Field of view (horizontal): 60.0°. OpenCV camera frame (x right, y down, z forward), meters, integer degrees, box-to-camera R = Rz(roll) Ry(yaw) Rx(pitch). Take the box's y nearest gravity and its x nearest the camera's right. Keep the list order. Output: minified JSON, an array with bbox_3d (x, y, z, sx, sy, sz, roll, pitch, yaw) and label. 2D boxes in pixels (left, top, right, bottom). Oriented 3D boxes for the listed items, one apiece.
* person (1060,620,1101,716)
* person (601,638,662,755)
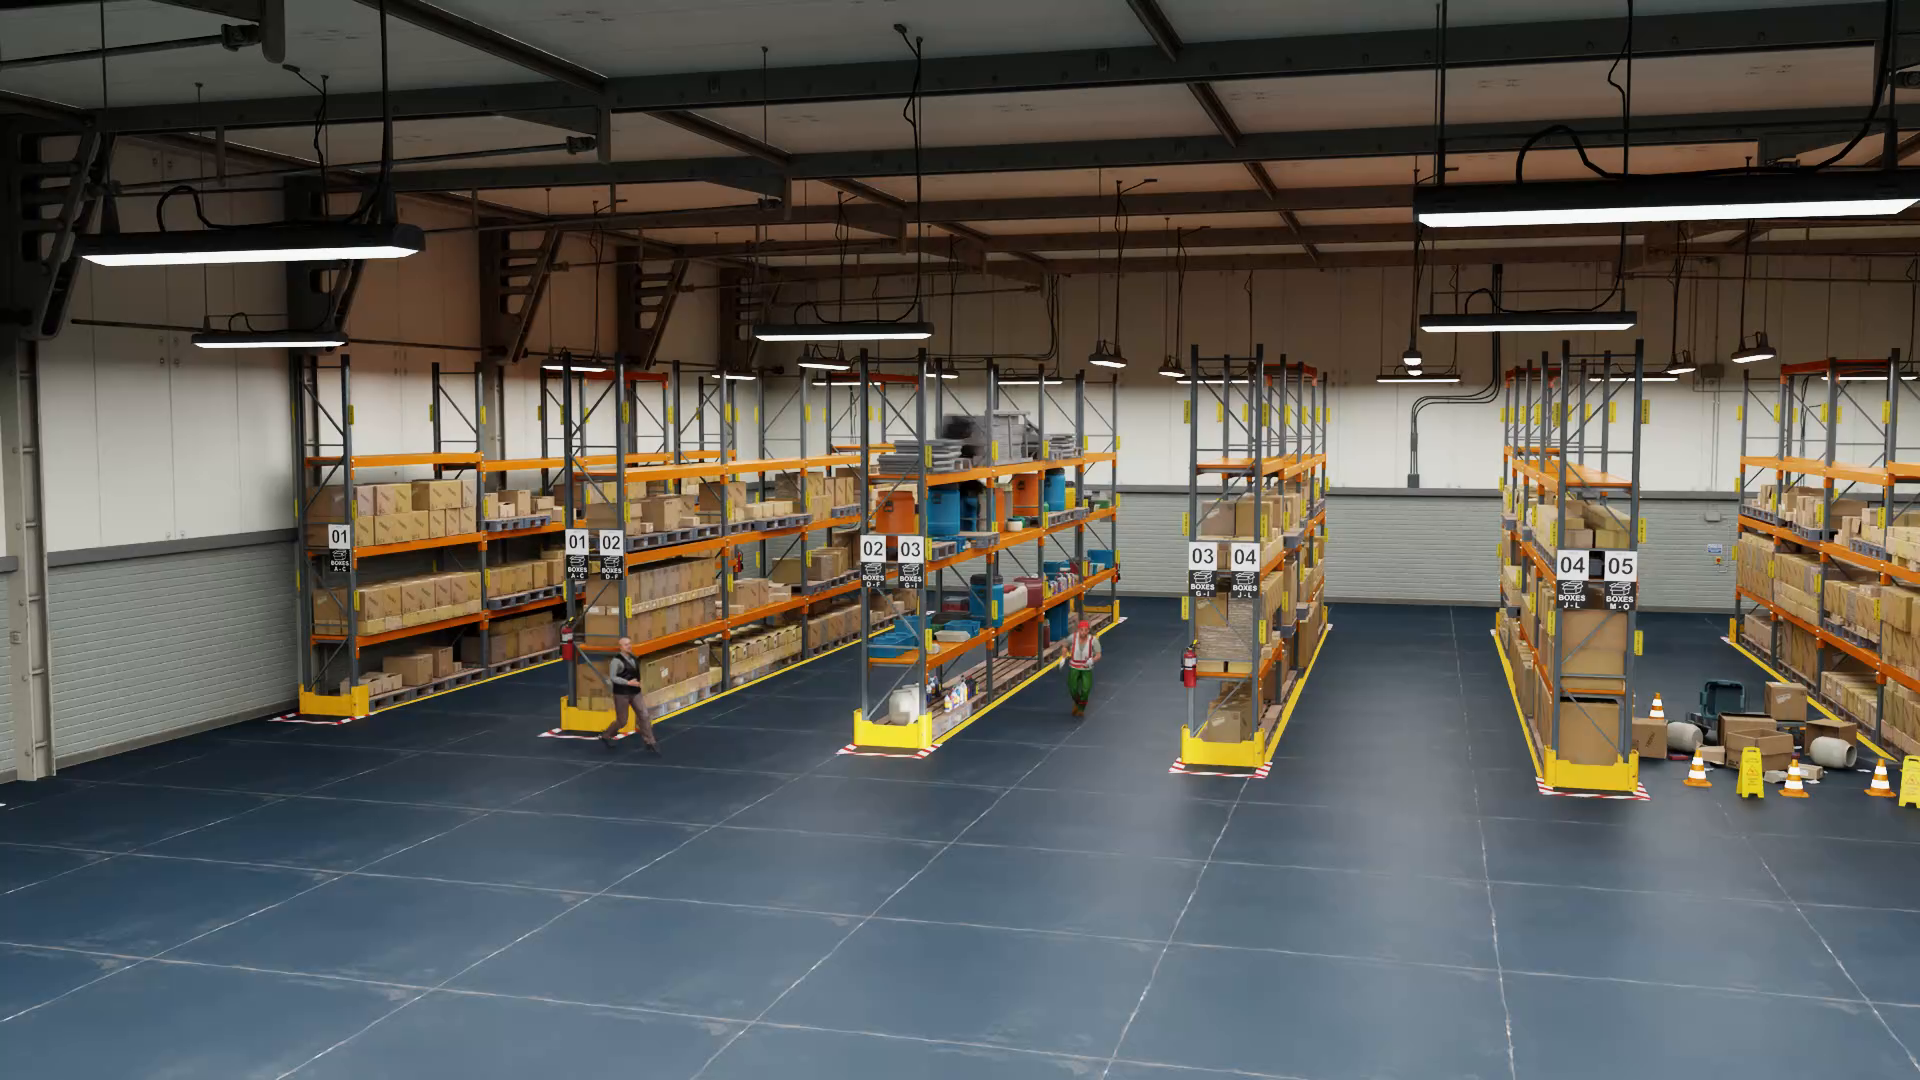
[{"bbox_3d":[1.990,2.129,27.454,0.685,1.652,0.829,0,4,3],"label":"person"},{"bbox_3d":[-4.894,2.298,24.508,0.993,1.727,0.655,3,5,32],"label":"person"}]
